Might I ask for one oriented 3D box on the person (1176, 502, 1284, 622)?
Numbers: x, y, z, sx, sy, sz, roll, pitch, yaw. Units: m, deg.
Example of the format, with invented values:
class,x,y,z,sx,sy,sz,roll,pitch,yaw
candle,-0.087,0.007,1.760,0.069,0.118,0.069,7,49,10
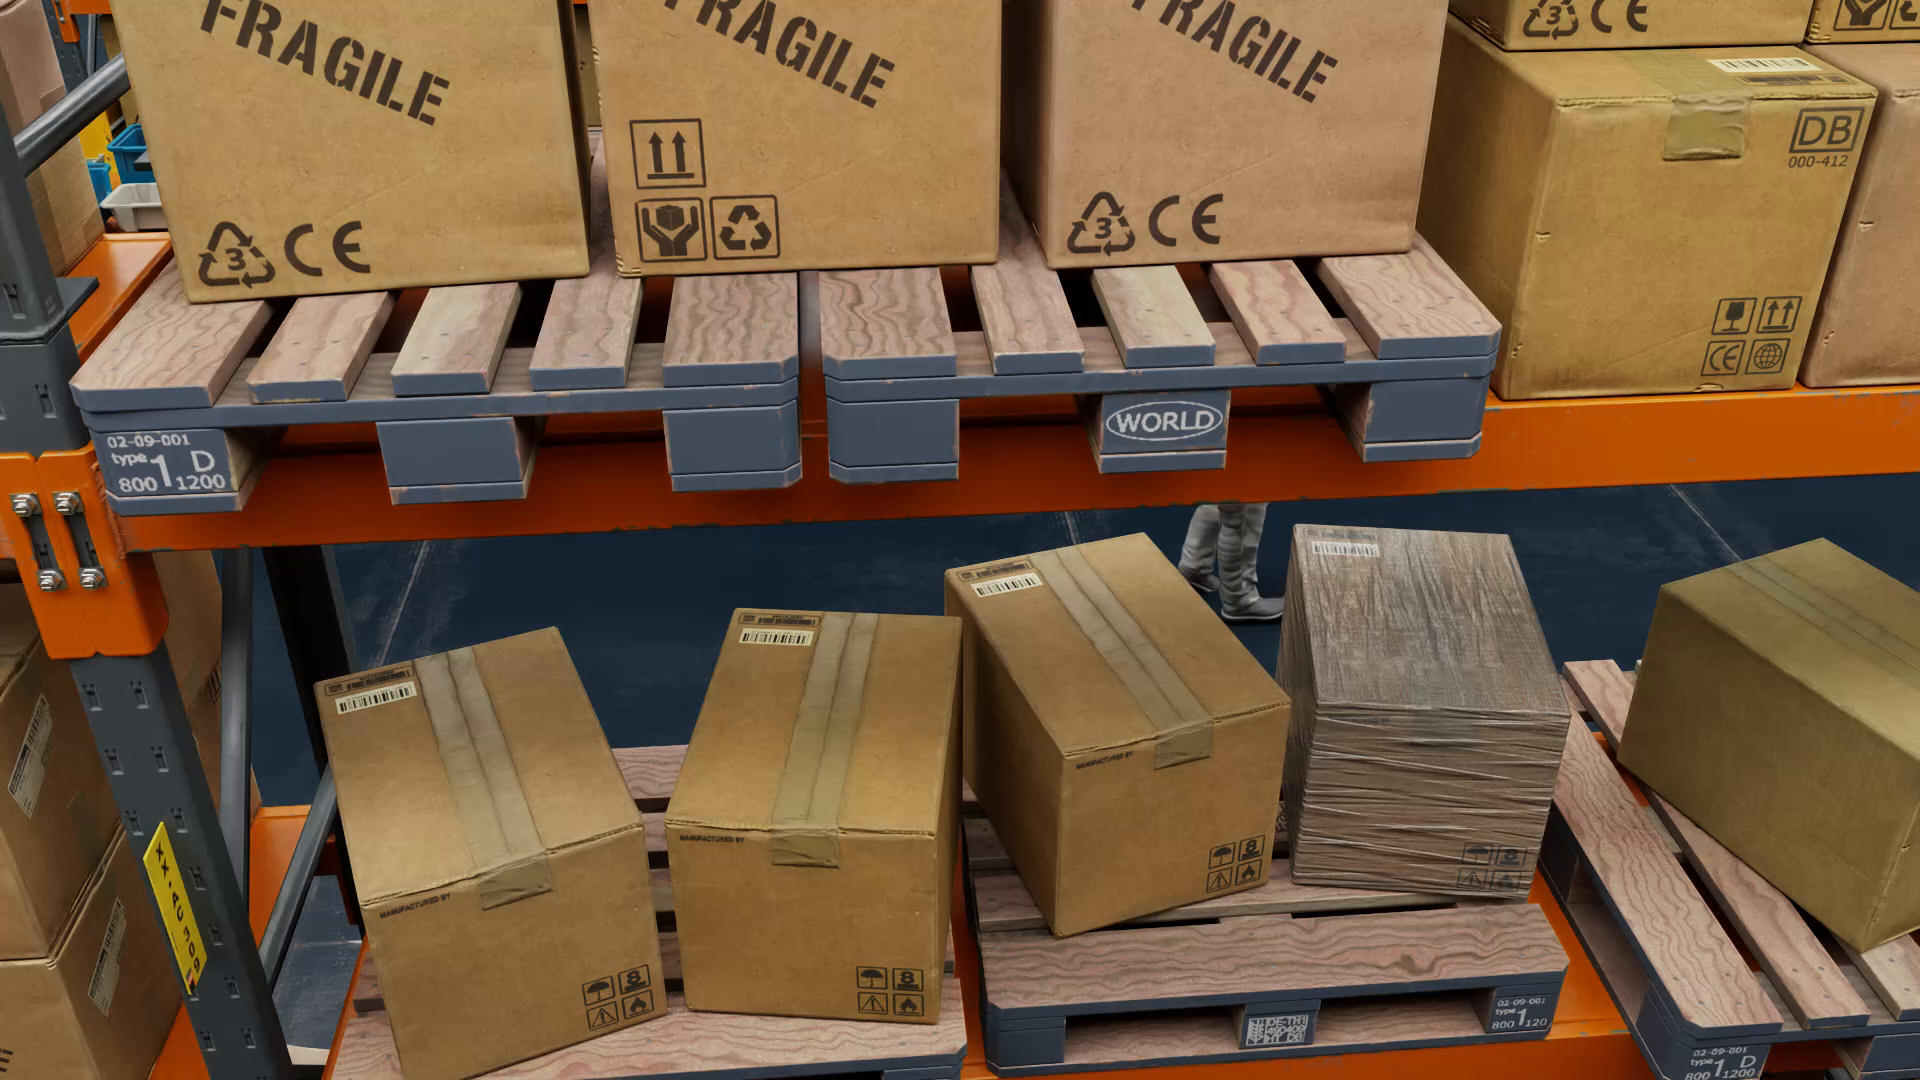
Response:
class,x,y,z,sx,sy,sz,roll,pitch,yaw
person,1.151,-0.399,6.814,0.500,1.723,0.513,-6,32,-10
